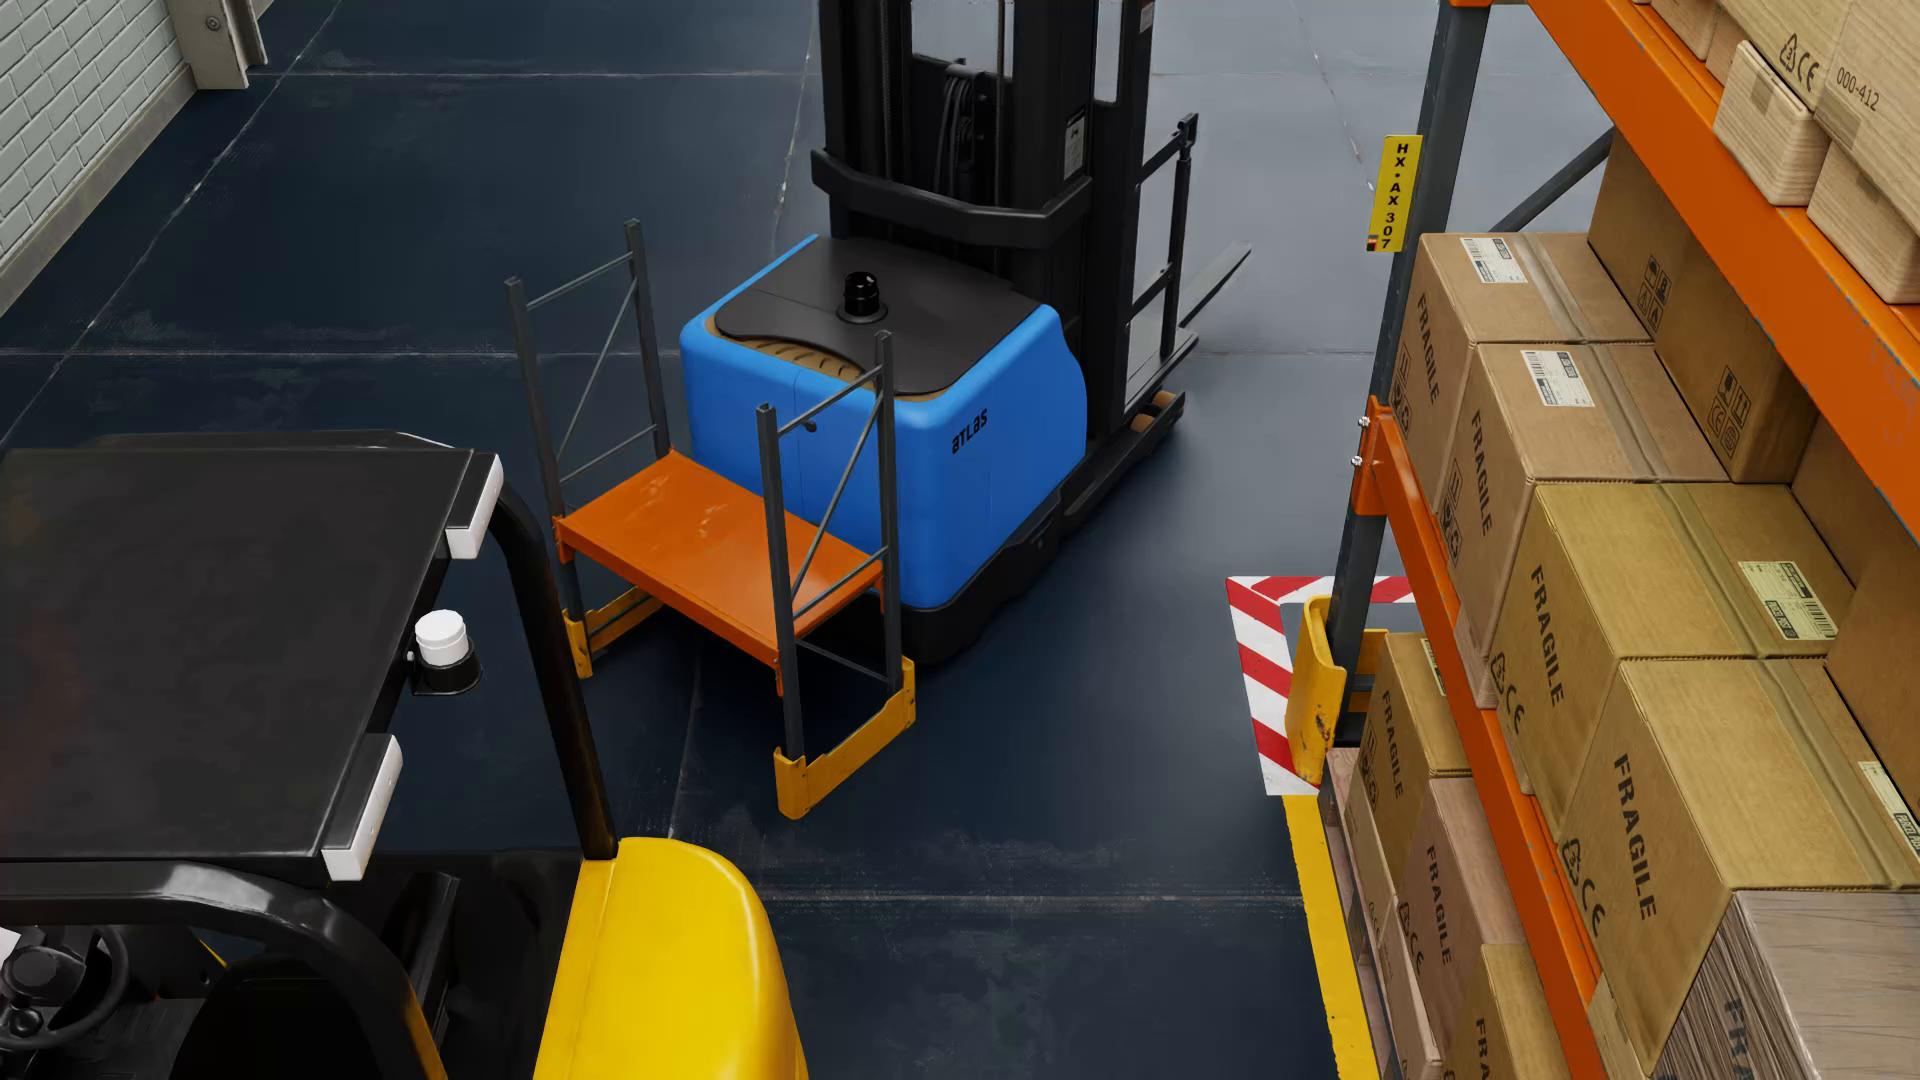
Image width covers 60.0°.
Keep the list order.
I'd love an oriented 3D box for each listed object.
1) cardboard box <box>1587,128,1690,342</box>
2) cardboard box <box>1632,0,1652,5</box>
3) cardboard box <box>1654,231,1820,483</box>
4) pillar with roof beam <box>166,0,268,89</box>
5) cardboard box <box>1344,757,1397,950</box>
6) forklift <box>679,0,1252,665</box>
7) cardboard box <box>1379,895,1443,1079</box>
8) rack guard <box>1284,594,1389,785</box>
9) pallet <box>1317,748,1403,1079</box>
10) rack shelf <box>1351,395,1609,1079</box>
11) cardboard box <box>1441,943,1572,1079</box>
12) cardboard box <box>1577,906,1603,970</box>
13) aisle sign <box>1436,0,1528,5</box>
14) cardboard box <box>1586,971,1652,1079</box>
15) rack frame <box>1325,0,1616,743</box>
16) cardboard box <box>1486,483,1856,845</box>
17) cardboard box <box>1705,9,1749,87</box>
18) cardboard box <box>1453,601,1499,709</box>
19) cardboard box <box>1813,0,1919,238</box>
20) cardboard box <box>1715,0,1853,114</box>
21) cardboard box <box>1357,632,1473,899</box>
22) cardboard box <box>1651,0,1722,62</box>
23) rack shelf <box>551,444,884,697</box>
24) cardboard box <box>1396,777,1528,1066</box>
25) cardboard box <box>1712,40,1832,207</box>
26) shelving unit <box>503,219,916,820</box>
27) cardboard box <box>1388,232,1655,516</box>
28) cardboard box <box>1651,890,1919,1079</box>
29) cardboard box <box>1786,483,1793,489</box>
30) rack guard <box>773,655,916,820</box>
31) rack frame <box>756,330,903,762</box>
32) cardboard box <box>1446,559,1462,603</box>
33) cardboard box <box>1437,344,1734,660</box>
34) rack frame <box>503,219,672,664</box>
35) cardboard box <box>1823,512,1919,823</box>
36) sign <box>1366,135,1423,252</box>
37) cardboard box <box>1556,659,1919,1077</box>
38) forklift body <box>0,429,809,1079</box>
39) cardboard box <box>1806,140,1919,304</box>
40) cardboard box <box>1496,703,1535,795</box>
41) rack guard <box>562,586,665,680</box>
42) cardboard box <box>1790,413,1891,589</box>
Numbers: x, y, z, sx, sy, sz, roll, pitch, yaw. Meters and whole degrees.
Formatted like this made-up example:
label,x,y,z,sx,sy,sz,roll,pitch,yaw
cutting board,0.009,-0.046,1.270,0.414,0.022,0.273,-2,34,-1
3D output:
label,x,y,z,sx,sy,sz,roll,pitch,yaw
cardboard box,1.877,-0.774,3.700,0.700,0.500,0.500,-1,39,-1
cardboard box,1.390,-1.083,3.005,0.380,0.149,0.250,1,39,1
cardboard box,1.870,-0.457,3.305,0.700,0.500,0.500,0,39,0
pillar with roof beam,0.092,-6.202,6.794,9.100,9.000,0.400,0,39,0
cardboard box,1.382,0.866,4.634,0.500,0.250,0.500,0,39,0
forklift,0.260,-1.621,5.929,1.130,2.935,3.031,21,43,24
cardboard box,1.375,1.185,4.236,0.500,0.250,0.500,1,39,2
rack guard,1.658,0.475,5.258,1.175,0.500,0.348,0,39,0
pallet,1.624,1.096,4.714,1.003,0.211,1.213,0,39,0
rack shelf,1.660,0.983,3.199,1.077,0.370,4.000,0,39,0
cardboard box,1.380,1.229,3.581,0.500,0.500,0.500,1,39,1
cardboard box,1.404,0.737,3.132,0.380,0.149,0.250,-1,39,-1
aisle sign,1.348,-1.601,3.770,0.394,0.787,0.004,0,39,0
cardboard box,1.346,0.894,2.936,0.380,0.149,0.250,0,39,0
rack frame,1.658,-0.548,4.535,1.000,3.000,0.127,0,39,0
cardboard box,1.387,0.236,3.239,0.500,0.500,0.500,-1,39,-1
cardboard box,1.419,-0.762,2.605,0.380,0.149,0.250,-1,39,-1
cardboard box,1.339,0.245,3.746,0.380,0.149,0.250,1,39,1
cardboard box,1.389,-0.503,1.963,0.500,0.250,0.500,1,39,1
cardboard box,1.408,-0.823,2.362,0.500,0.250,0.500,1,39,1
cardboard box,1.383,0.588,4.381,0.500,0.500,0.500,-1,39,-2
cardboard box,1.414,-0.928,2.812,0.380,0.149,0.250,0,39,0
rack shelf,-0.749,0.072,5.249,1.000,0.185,0.538,27,46,30
cardboard box,1.388,0.915,3.973,0.500,0.500,0.500,-1,39,-2
cardboard box,1.339,-0.605,2.408,0.380,0.149,0.250,0,39,0
shelving unit,-0.742,-0.065,5.132,1.083,1.500,0.587,27,46,30
cardboard box,1.381,-0.407,4.041,0.500,0.500,0.500,-1,39,-1
cardboard box,1.401,0.874,2.443,0.500,0.500,0.500,1,39,1
cardboard box,1.930,-0.051,3.597,0.500,0.500,0.500,0,39,0
rack guard,-0.357,0.620,5.277,0.087,0.250,0.587,27,46,30
rack frame,-0.356,0.133,4.885,0.032,1.500,0.500,27,46,30
cardboard box,1.385,0.086,3.944,0.380,0.149,0.250,-1,39,-1
cardboard box,1.385,-0.083,3.637,0.500,0.500,0.500,1,39,1
rack frame,-1.142,-0.270,5.388,0.032,1.500,0.500,27,46,30
cardboard box,1.835,0.173,2.518,0.700,0.500,0.500,0,39,0
sign,1.115,-0.885,4.264,0.100,0.325,0.005,0,39,0
cardboard box,1.395,0.554,2.842,0.500,0.500,0.500,-1,39,-1
forklift body,-1.479,0.974,3.315,2.313,2.155,1.214,0,39,0
cardboard box,1.380,-0.440,2.203,0.380,0.149,0.250,-1,39,-1
cardboard box,1.373,0.407,3.544,0.380,0.149,0.250,1,39,1
rack guard,-1.127,0.225,5.769,0.087,0.250,0.587,27,46,30
cardboard box,1.973,-0.139,2.907,0.700,0.500,0.500,0,39,-1
